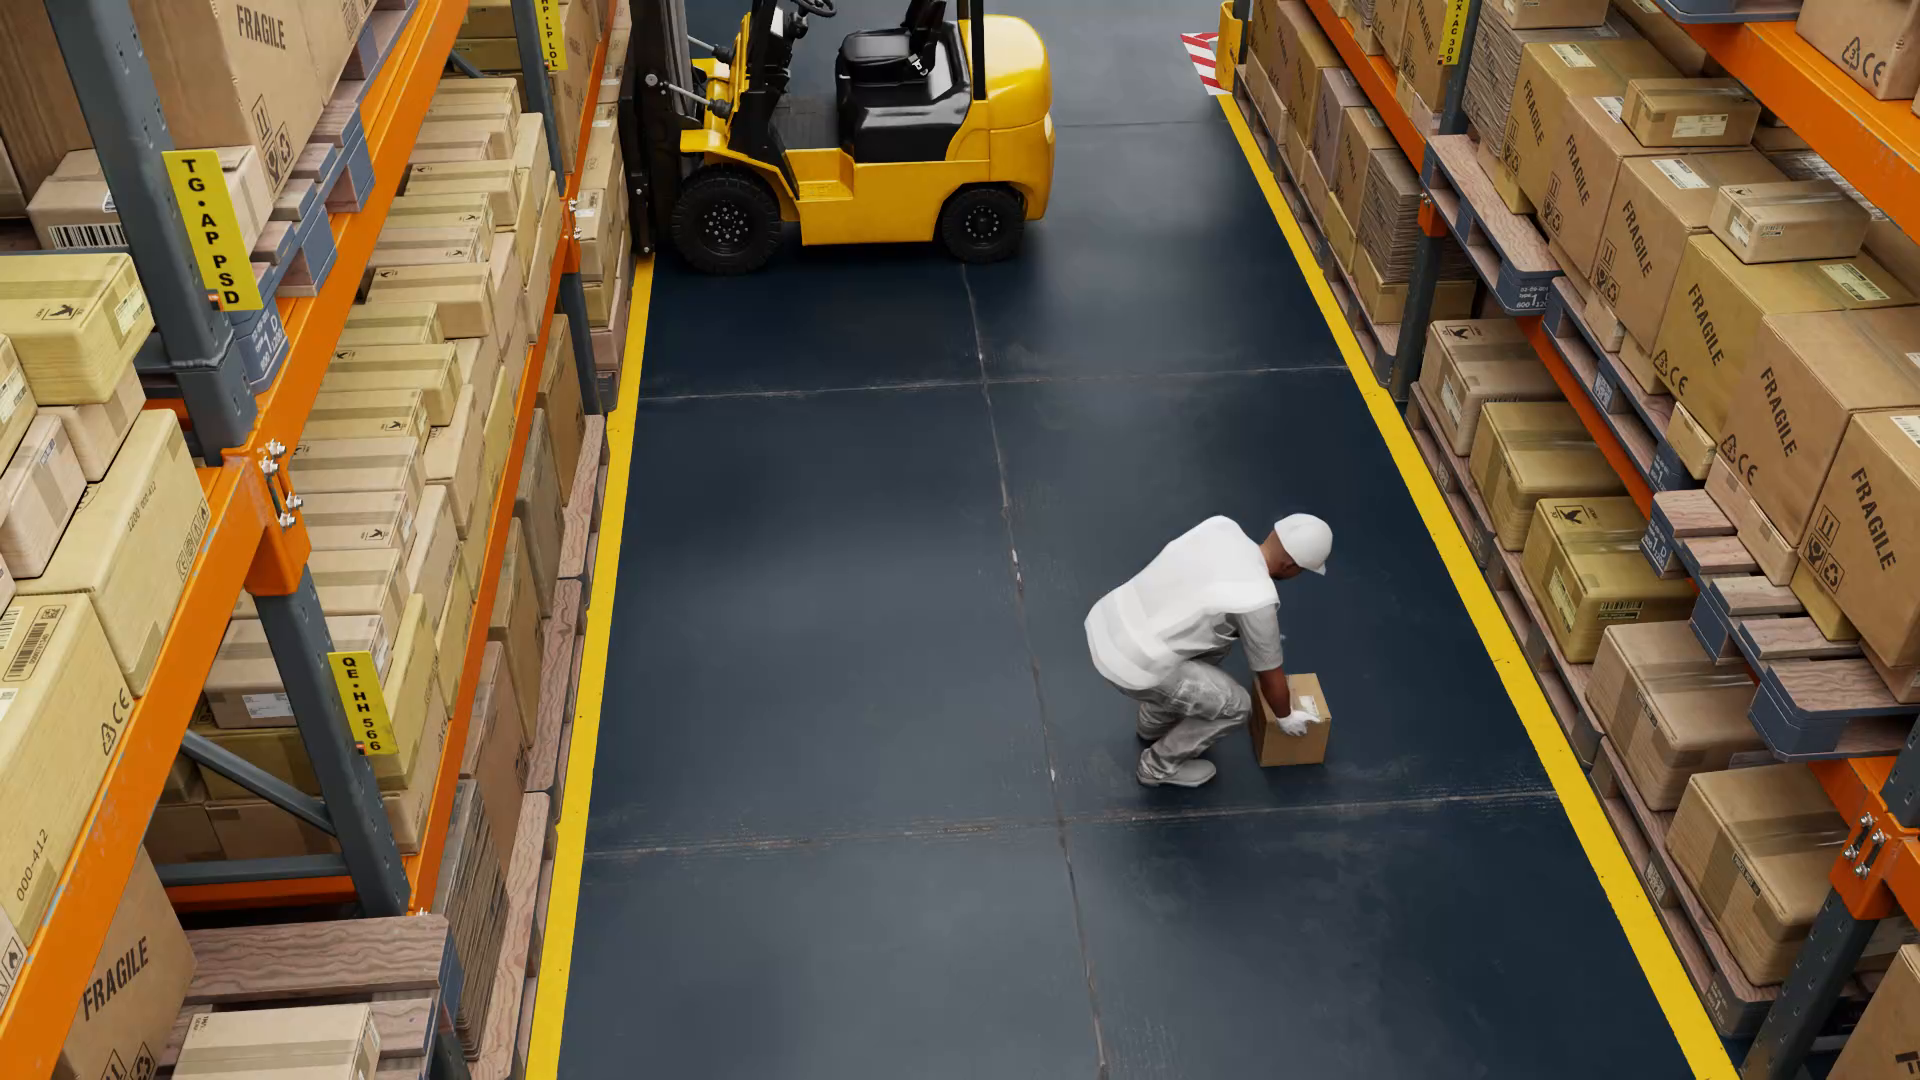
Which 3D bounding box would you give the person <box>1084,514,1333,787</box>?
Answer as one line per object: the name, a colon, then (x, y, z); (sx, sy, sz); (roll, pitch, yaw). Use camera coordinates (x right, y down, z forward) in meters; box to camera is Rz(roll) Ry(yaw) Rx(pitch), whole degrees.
person: (0.904, 0.376, 6.228); (0.880, 1.087, 0.588); (-3, 39, -4)
